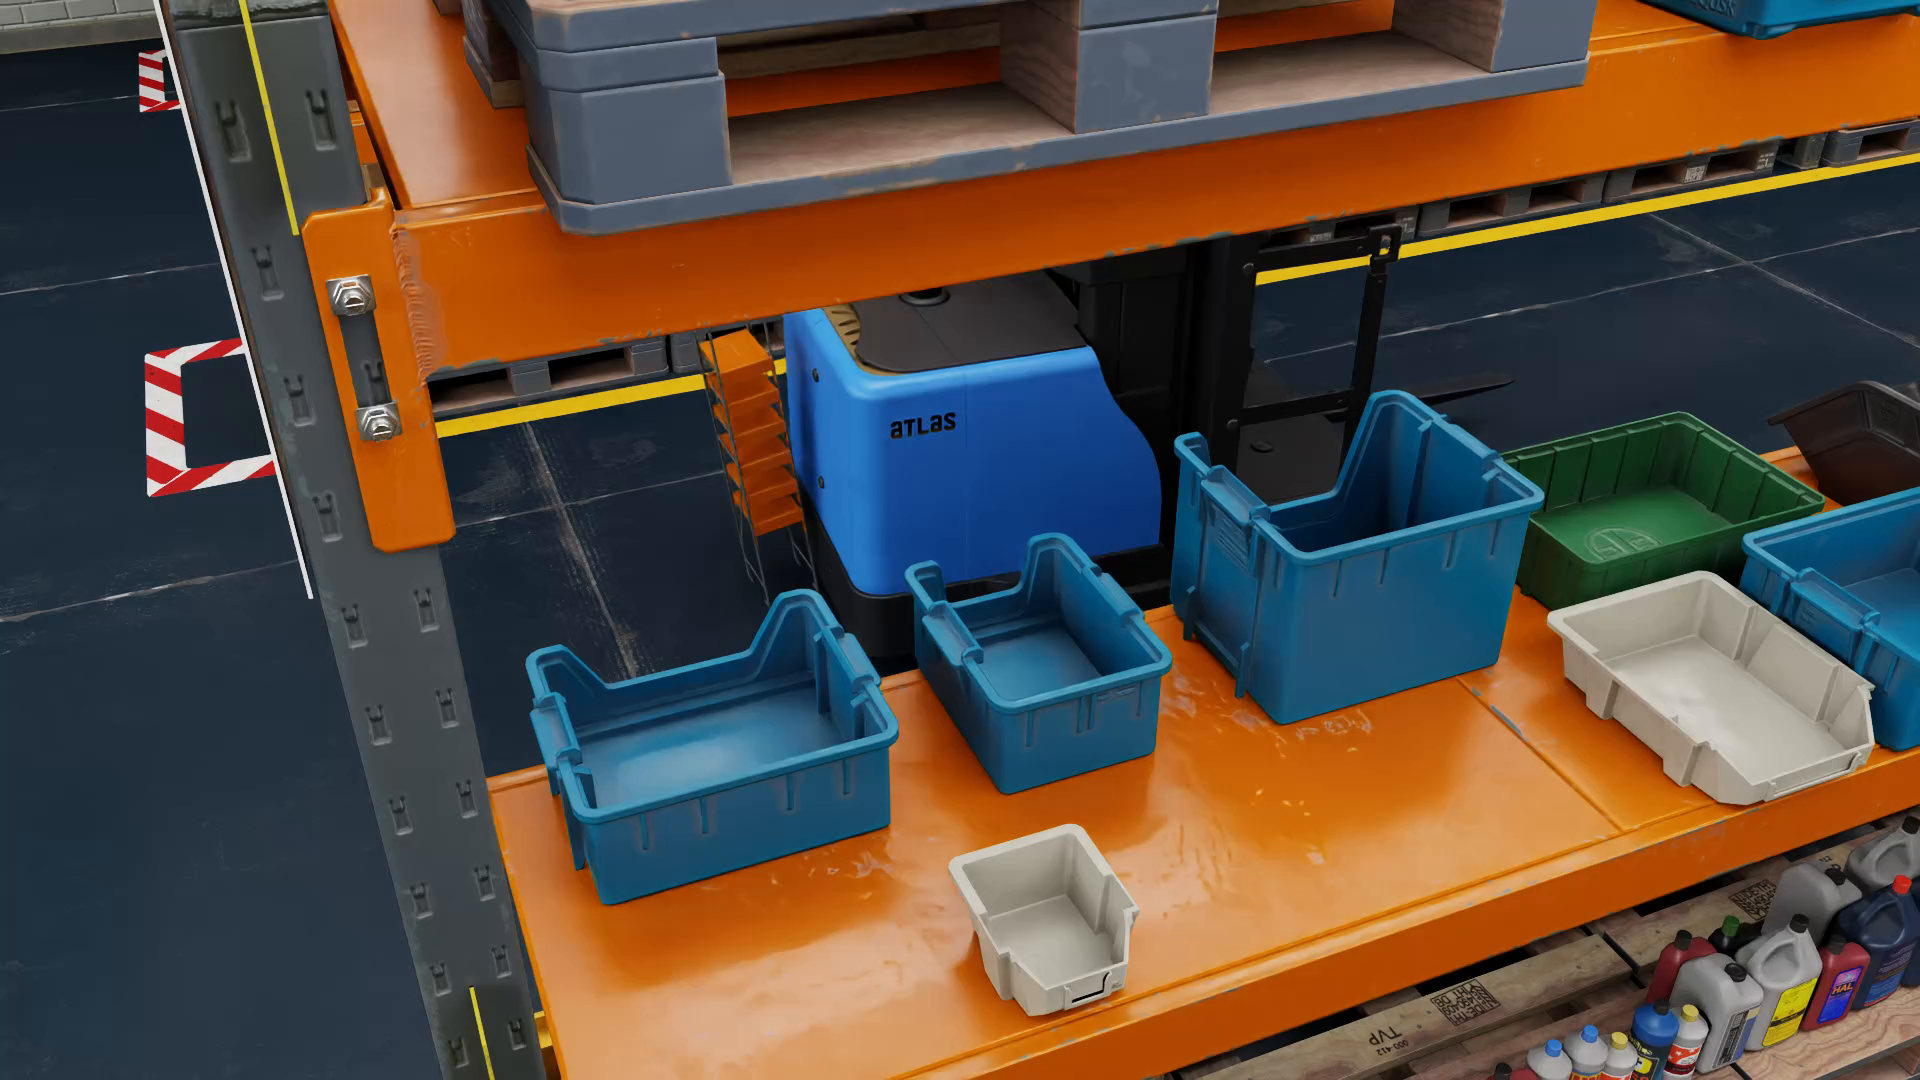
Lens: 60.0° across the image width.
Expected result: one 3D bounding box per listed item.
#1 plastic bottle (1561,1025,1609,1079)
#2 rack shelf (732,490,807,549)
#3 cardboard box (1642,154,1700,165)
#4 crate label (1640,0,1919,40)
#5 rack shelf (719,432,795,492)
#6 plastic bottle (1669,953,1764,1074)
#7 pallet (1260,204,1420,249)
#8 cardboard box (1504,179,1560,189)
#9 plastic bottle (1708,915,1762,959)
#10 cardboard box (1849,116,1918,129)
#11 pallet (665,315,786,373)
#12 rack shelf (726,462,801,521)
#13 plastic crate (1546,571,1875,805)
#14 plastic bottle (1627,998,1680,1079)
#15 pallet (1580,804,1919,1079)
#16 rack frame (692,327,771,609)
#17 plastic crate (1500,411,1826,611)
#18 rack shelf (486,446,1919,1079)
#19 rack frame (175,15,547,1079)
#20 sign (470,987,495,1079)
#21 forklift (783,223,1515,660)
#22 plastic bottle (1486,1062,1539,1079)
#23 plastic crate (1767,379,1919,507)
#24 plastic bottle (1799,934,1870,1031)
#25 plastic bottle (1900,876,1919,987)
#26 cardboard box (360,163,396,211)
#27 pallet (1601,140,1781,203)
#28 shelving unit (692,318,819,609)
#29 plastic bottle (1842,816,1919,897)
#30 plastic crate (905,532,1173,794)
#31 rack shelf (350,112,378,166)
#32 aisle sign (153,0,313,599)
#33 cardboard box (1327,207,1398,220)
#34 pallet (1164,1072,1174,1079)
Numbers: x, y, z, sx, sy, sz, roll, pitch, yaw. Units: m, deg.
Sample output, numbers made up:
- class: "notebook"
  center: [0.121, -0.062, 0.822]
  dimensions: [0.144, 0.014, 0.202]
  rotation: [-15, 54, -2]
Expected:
- class: "plastic bottle"
  center: [1.397, 1.199, 3.755]
  dimensions: [0.097, 0.271, 0.097]
  rotation: [0, 33, 0]
- class: "rack shelf"
  center: [-0.670, -0.099, 5.807]
  dimensions: [0.180, 0.103, 0.258]
  rotation: [-20, 38, -17]
- class: "cardboard box"
  center: [3.794, -2.300, 9.171]
  dimensions: [0.500, 0.250, 0.500]
  rotation: [-13, 35, -19]
- class: "crate label"
  center: [1.050, -0.864, 2.214]
  dimensions: [0.408, 0.251, 0.502]
  rotation: [-13, 35, -19]
- class: "rack shelf"
  center: [-0.696, -0.292, 5.667]
  dimensions: [0.180, 0.103, 0.258]
  rotation: [-20, 38, -17]
- class: "plastic bottle"
  center: [1.776, 1.094, 3.912]
  dimensions: [0.135, 0.276, 0.152]
  rotation: [-12, 35, -18]
- class: "pallet"
  center: [1.635, -1.783, 8.797]
  dimensions: [1.213, 0.211, 1.003]
  rotation: [-13, 35, -19]
- class: "cardboard box"
  center: [2.856, -2.086, 8.841]
  dimensions: [0.500, 0.250, 0.500]
  rotation: [-12, 35, -18]
- class: "plastic bottle"
  center: [1.864, 1.013, 4.030]
  dimensions: [0.133, 0.283, 0.061]
  rotation: [-13, 35, -19]
- class: "cardboard box"
  center: [5.189, -2.710, 9.553]
  dimensions: [0.500, 0.500, 0.500]
  rotation: [-11, 35, -17]
- class: "pallet"
  center: [-0.906, -1.201, 7.903]
  dimensions: [1.213, 0.211, 1.003]
  rotation: [-13, 35, -19]
- class: "rack shelf"
  center: [-0.683, -0.196, 5.737]
  dimensions: [0.180, 0.103, 0.258]
  rotation: [-20, 38, -17]
- class: "plastic crate"
  center: [1.485, 0.296, 3.287]
  dimensions: [0.437, 0.136, 0.530]
  rotation: [-13, 35, -19]
- class: "plastic bottle"
  center: [1.584, 1.156, 3.821]
  dimensions: [0.097, 0.271, 0.097]
  rotation: [0, 33, 0]
- class: "pallet"
  center: [2.249, 1.005, 4.512]
  dimensions: [1.213, 0.211, 1.003]
  rotation: [-13, 35, -19]
- class: "rack frame"
  center: [-0.783, -0.298, 5.614]
  dimensions: [0.006, 1.200, 0.240]
  rotation: [-20, 38, -17]
- class: "plastic crate"
  center: [1.524, -0.051, 3.773]
  dimensions: [0.662, 0.188, 0.450]
  rotation: [-13, 35, -19]
- class: "rack shelf"
  center: [1.040, 0.439, 3.485]
  dimensions: [4.000, 0.370, 1.077]
  rotation: [-13, 35, -19]
- class: "rack frame"
  center: [-0.804, 0.560, 2.640]
  dimensions: [0.127, 3.000, 1.000]
  rotation: [-13, 35, -19]
- class: "sign"
  center: [-0.595, 0.721, 2.138]
  dimensions: [0.005, 0.325, 0.100]
  rotation: [-13, 35, -19]
- class: "forklift"
  center: [0.943, -1.296, 5.555]
  dimensions: [3.031, 2.935, 1.130]
  rotation: [-10, 34, -15]
- class: "plastic bottle"
  center: [1.205, 1.249, 3.667]
  dimensions: [0.133, 0.283, 0.061]
  rotation: [-12, 35, -18]
- class: "plastic crate"
  center: [2.353, -0.212, 3.883]
  dimensions: [0.504, 0.338, 0.767]
  rotation: [-13, 35, -19]
- class: "plastic bottle"
  center: [2.091, 1.046, 3.979]
  dimensions: [0.133, 0.283, 0.061]
  rotation: [-11, 35, -16]
- class: "plastic bottle"
  center: [2.402, 0.922, 4.108]
  dimensions: [0.185, 0.351, 0.144]
  rotation: [-14, 36, -20]
- class: "cardboard box"
  center: [-2.338, -1.533, 7.304]
  dimensions: [0.500, 0.500, 0.500]
  rotation: [-13, 35, -19]
- class: "pallet"
  center: [3.884, -2.298, 9.588]
  dimensions: [1.213, 0.211, 1.003]
  rotation: [-13, 35, -19]
- class: "shelving unit"
  center: [-0.700, -0.328, 5.641]
  dimensions: [0.189, 1.200, 0.258]
  rotation: [-20, 38, -17]
- class: "plastic bottle"
  center: [2.346, 0.849, 4.220]
  dimensions: [0.185, 0.351, 0.144]
  rotation: [-13, 35, -19]
- class: "plastic crate"
  center: [0.143, 0.232, 3.280]
  dimensions: [0.408, 0.251, 0.499]
  rotation: [-13, 35, -19]
- class: "rack shelf"
  center: [-0.874, -2.053, 7.314]
  dimensions: [4.000, 0.370, 1.077]
  rotation: [-13, 35, -19]
- class: "aisle sign"
  center: [-0.757, -0.368, 1.681]
  dimensions: [0.004, 0.787, 0.394]
  rotation: [-13, 35, -19]
- class: "cardboard box"
  center: [1.910, -1.868, 8.506]
  dimensions: [0.500, 0.250, 0.500]
  rotation: [-12, 35, -18]
- class: "pallet"
  center: [-0.001, 1.520, 3.721]
  dimensions: [1.213, 0.211, 1.003]
  rotation: [-13, 35, -19]
